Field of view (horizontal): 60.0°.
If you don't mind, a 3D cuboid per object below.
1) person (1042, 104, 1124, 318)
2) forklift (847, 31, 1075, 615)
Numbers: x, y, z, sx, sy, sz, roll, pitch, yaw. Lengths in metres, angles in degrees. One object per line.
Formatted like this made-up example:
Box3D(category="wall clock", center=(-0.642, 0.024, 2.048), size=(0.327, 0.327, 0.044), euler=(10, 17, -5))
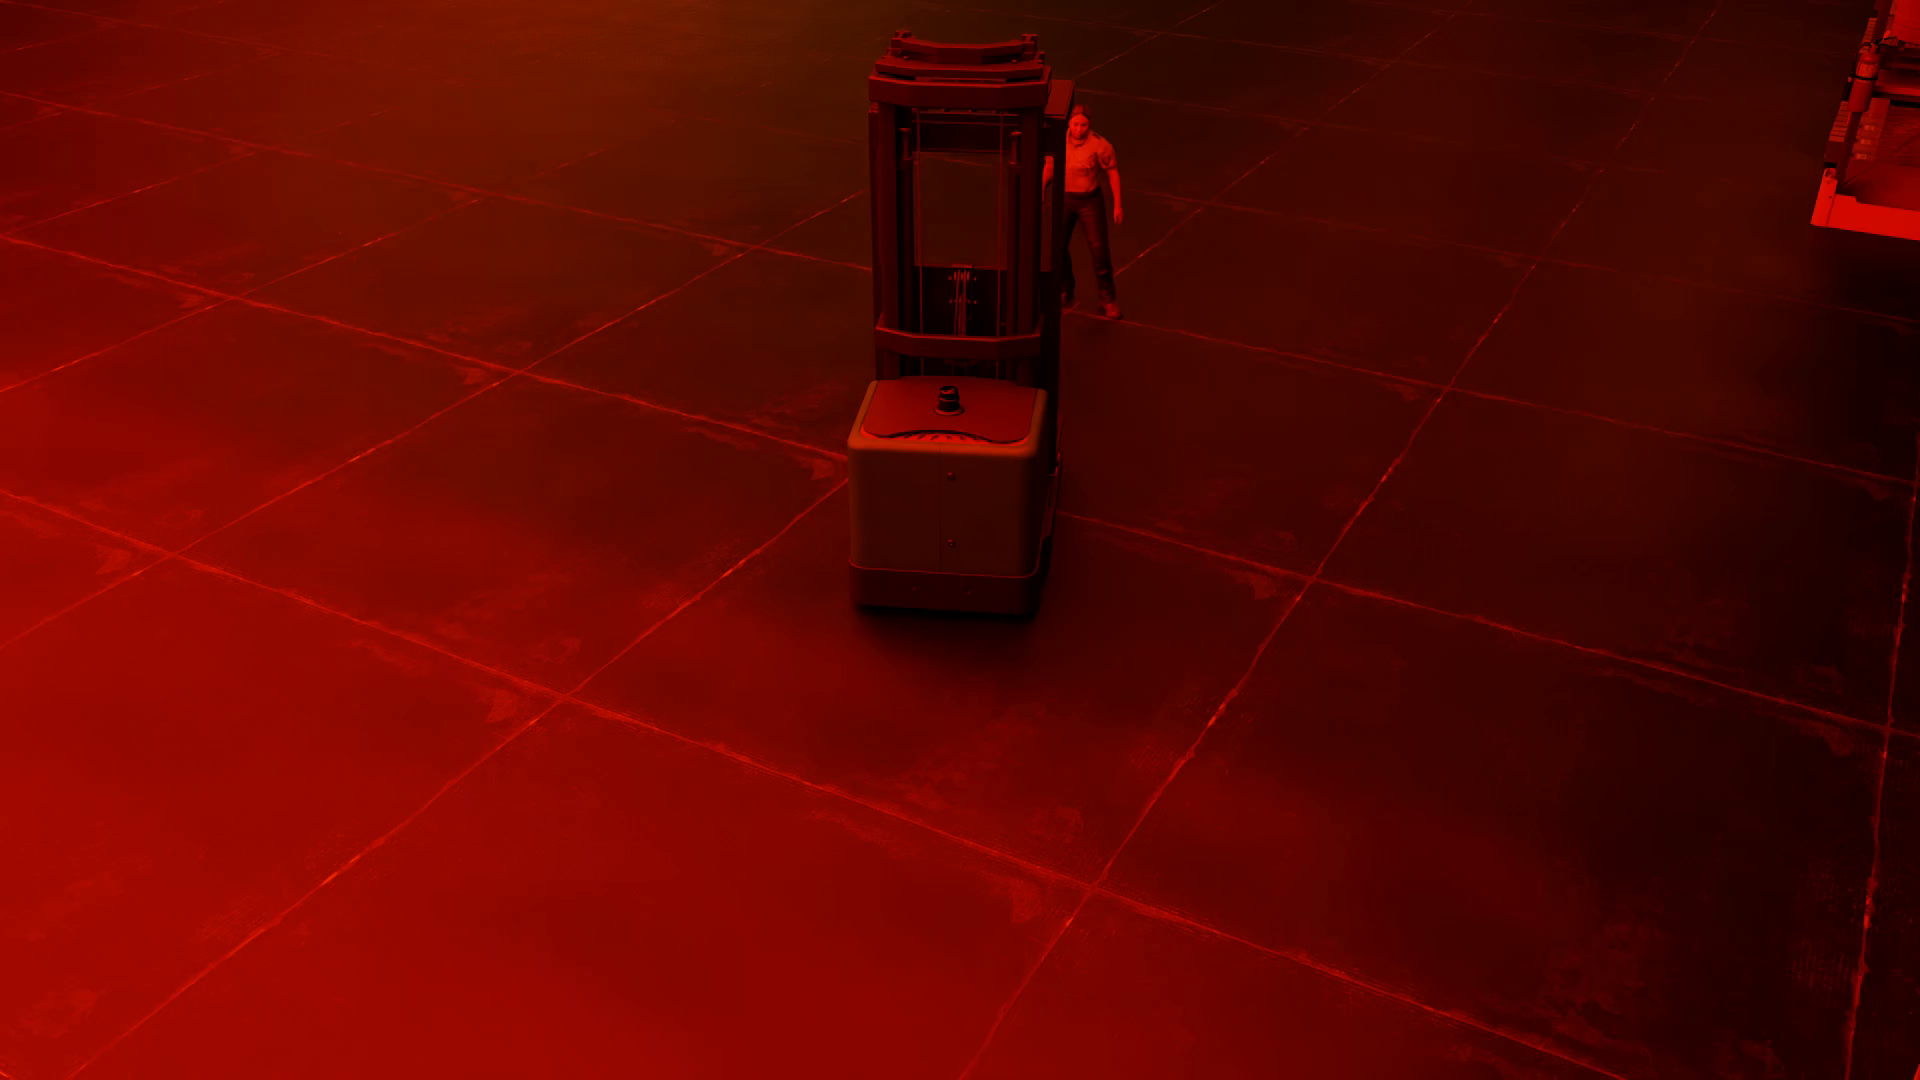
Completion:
Box3D(category="person", center=(0.951, -2.580, 12.859), size=(0.797, 1.624, 0.366), euler=(11, 32, 19))
Box3D(category="forklift", center=(0.072, -1.572, 9.794), size=(1.130, 2.935, 3.031), euler=(3, 30, 6))
